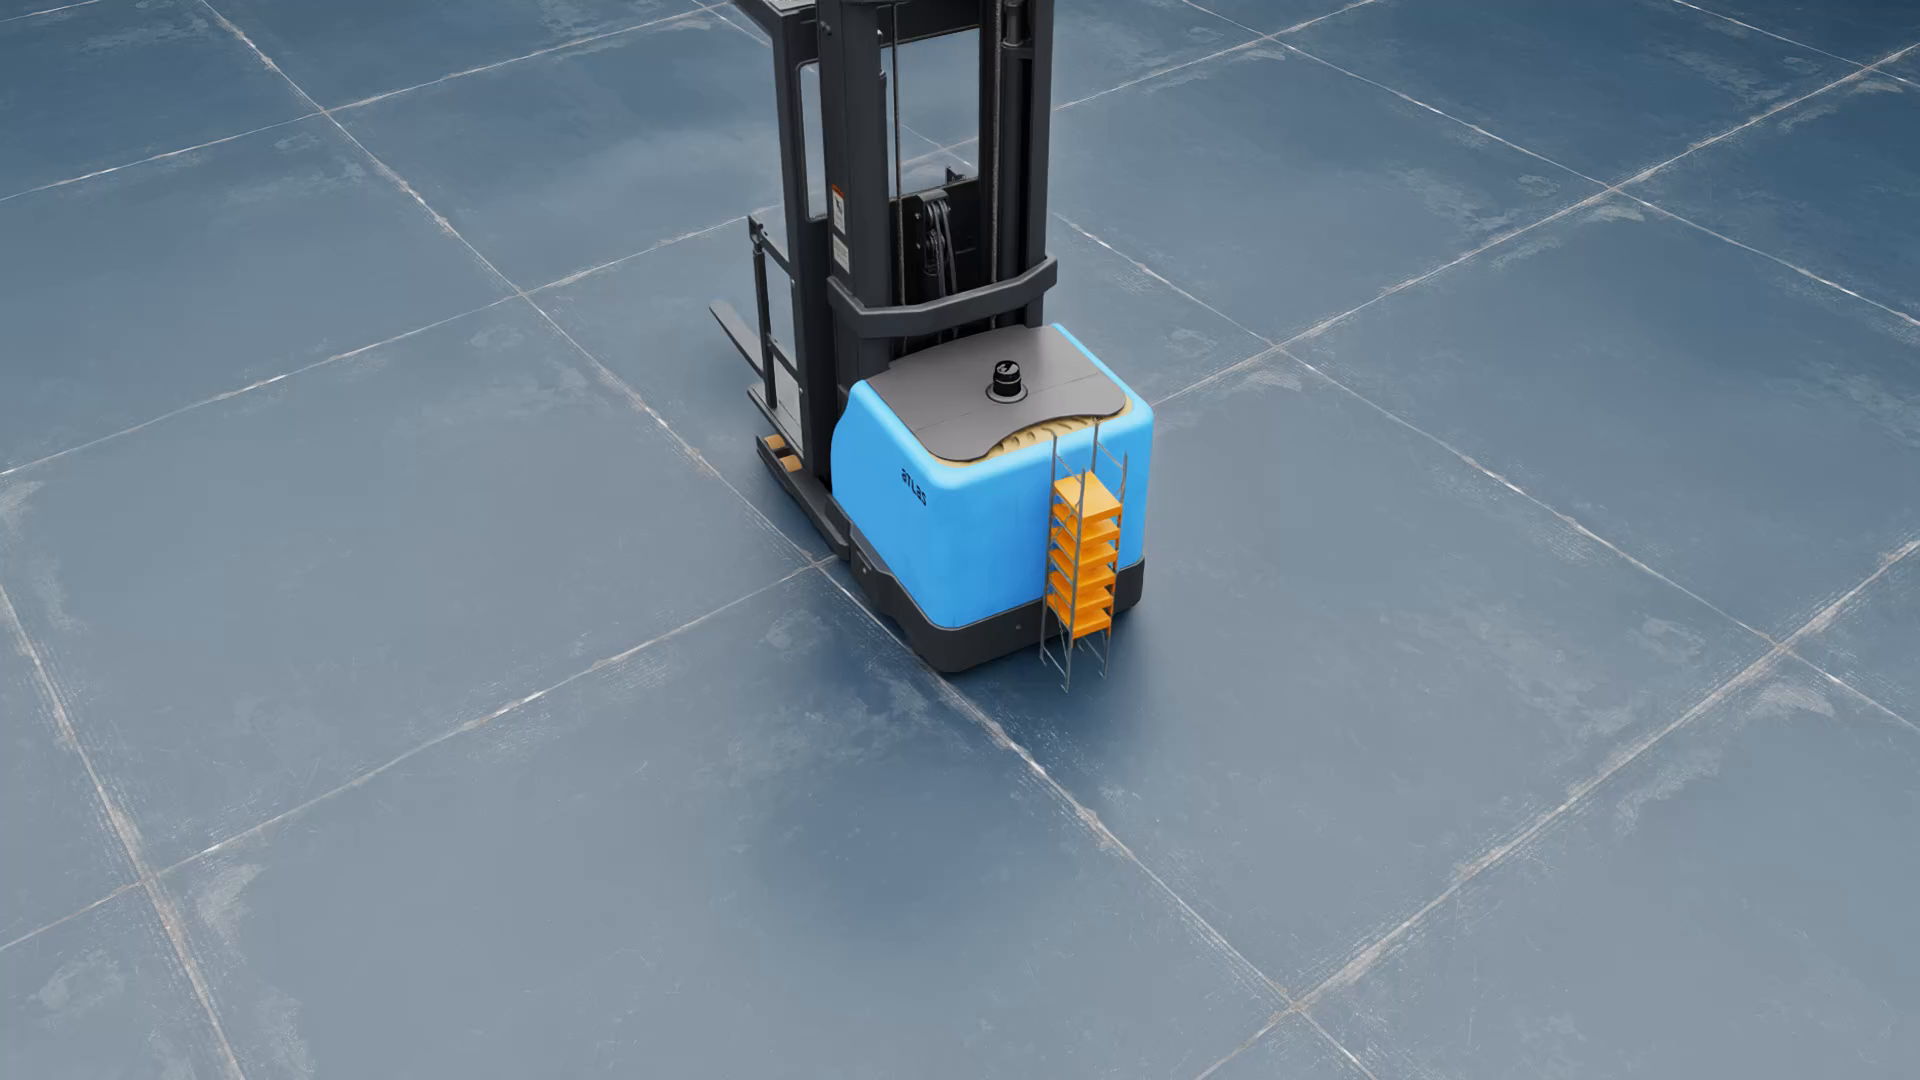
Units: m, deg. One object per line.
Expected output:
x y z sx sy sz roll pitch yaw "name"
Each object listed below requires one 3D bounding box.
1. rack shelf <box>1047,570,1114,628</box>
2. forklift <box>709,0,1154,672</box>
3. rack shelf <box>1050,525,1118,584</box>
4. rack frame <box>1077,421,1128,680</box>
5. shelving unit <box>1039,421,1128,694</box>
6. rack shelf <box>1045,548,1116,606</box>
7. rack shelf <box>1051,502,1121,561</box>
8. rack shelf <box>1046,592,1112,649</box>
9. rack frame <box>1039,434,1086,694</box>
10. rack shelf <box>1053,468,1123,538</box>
0.484 0.217 6.792 0.180 0.103 0.258 -18 44 -20 "rack shelf"
-0.341 -1.502 7.269 1.130 2.935 3.031 -19 43 -22 "forklift"
0.487 0.036 6.635 0.180 0.103 0.258 -18 44 -20 "rack shelf"
0.568 0.067 6.716 0.006 1.200 0.240 -18 44 -20 "rack frame"
0.486 0.093 6.684 0.189 1.200 0.258 -18 44 -20 "shelving unit"
0.486 0.127 6.713 0.180 0.103 0.258 -18 44 -20 "rack shelf"
0.489 -0.055 6.556 0.180 0.103 0.258 -18 44 -20 "rack shelf"
0.483 0.308 6.870 0.180 0.103 0.258 -18 44 -20 "rack shelf"
0.405 0.119 6.652 0.006 1.200 0.240 -18 44 -20 "rack frame"
0.490 -0.145 6.477 0.180 0.103 0.258 -18 44 -20 "rack shelf"
